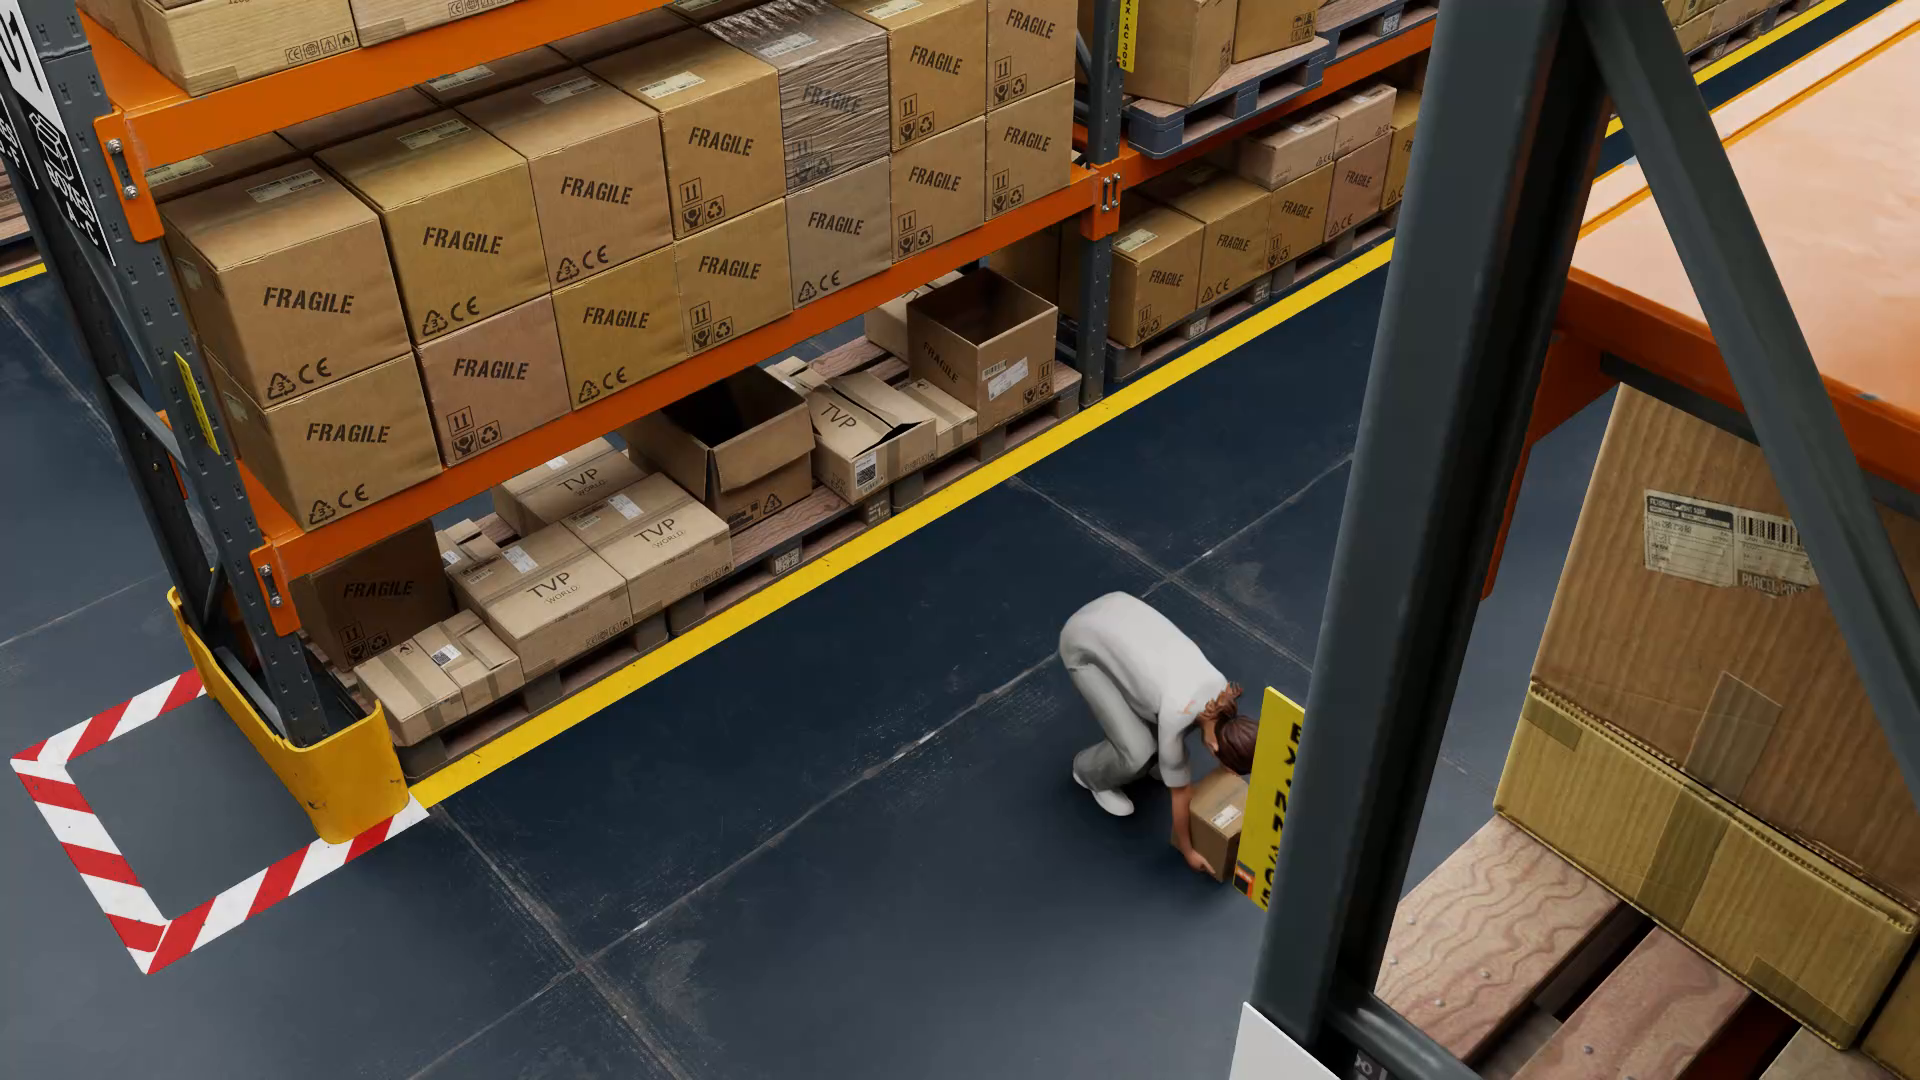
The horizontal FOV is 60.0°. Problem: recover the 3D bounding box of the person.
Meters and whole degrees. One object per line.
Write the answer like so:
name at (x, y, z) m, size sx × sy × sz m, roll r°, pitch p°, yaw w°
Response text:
person at (0.736, 0.671, 6.024) m, size 0.476 × 0.837 × 0.857 m, roll -33°, pitch 50°, yaw -33°
